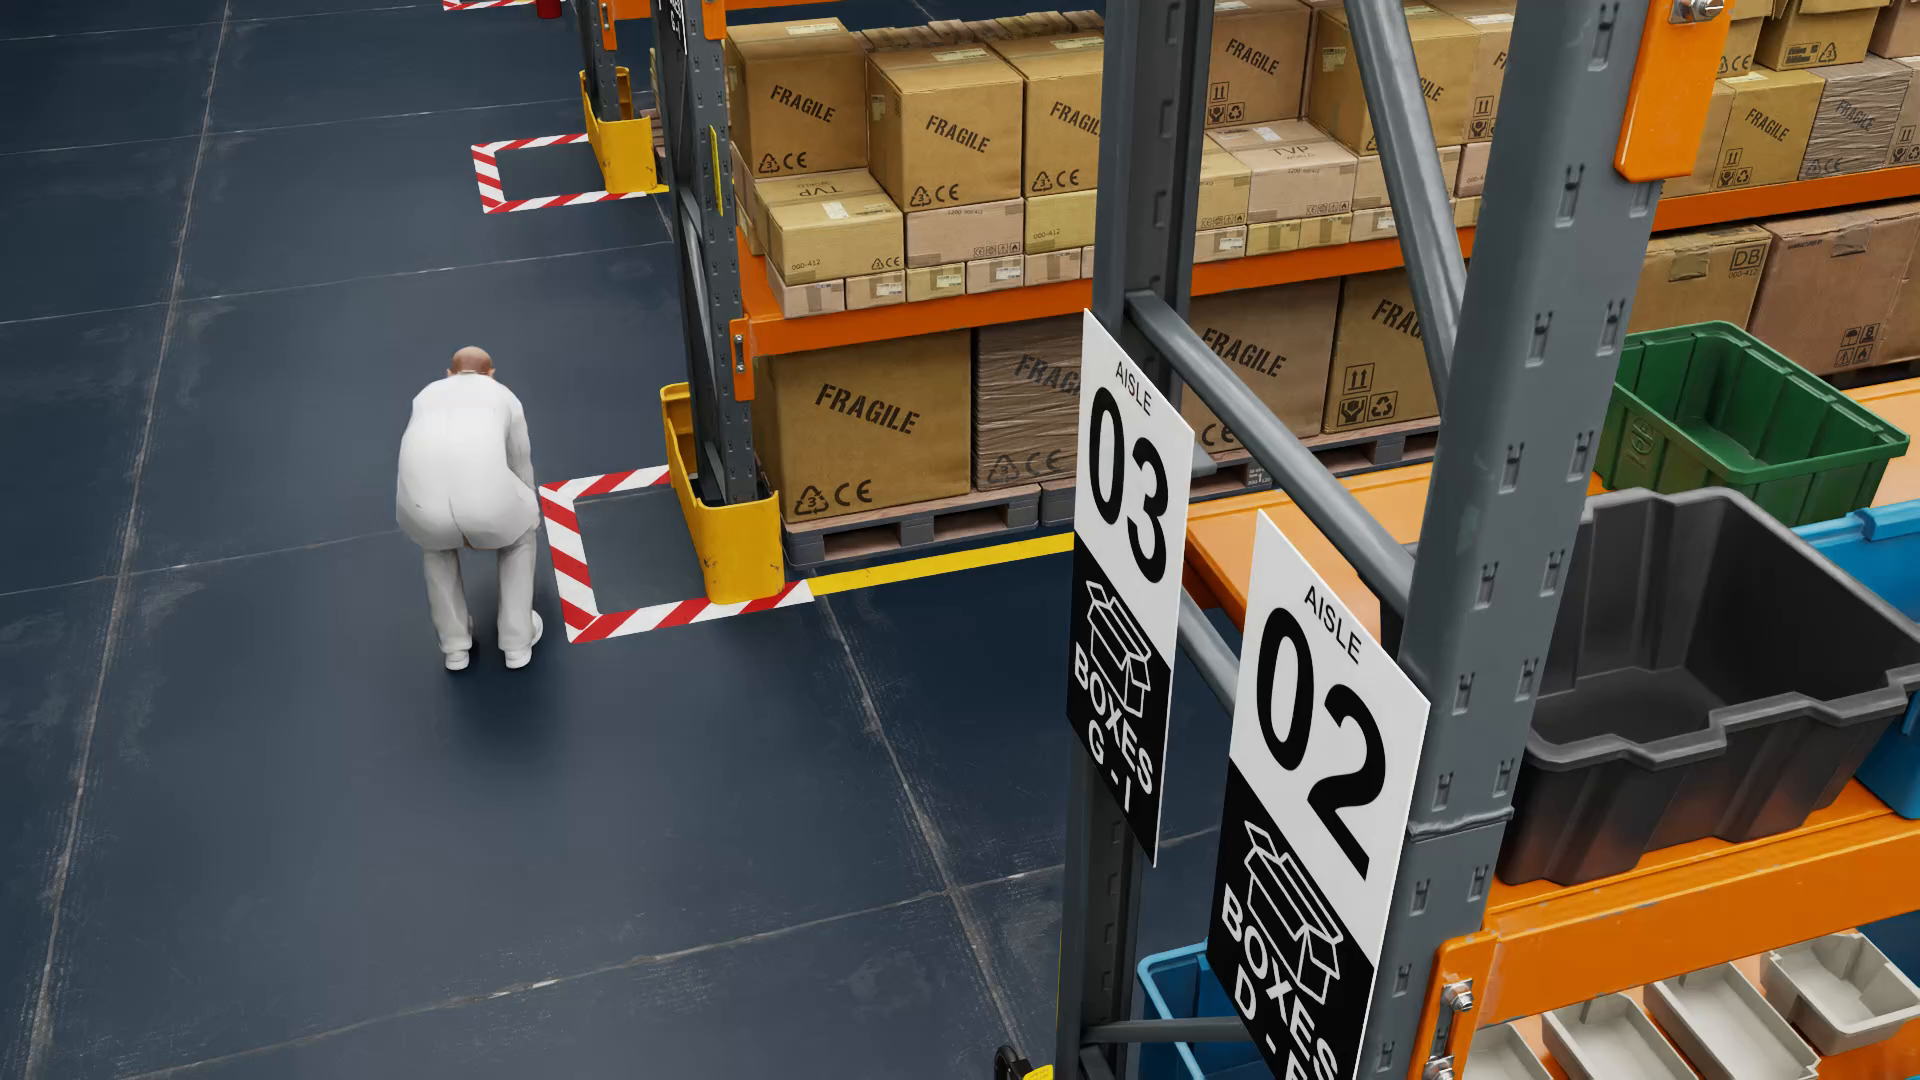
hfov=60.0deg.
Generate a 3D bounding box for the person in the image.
[{"bbox_3d":[-2.010,-0.140,6.946,0.569,1.140,0.948,-3,34,-5],"label":"person"}]
